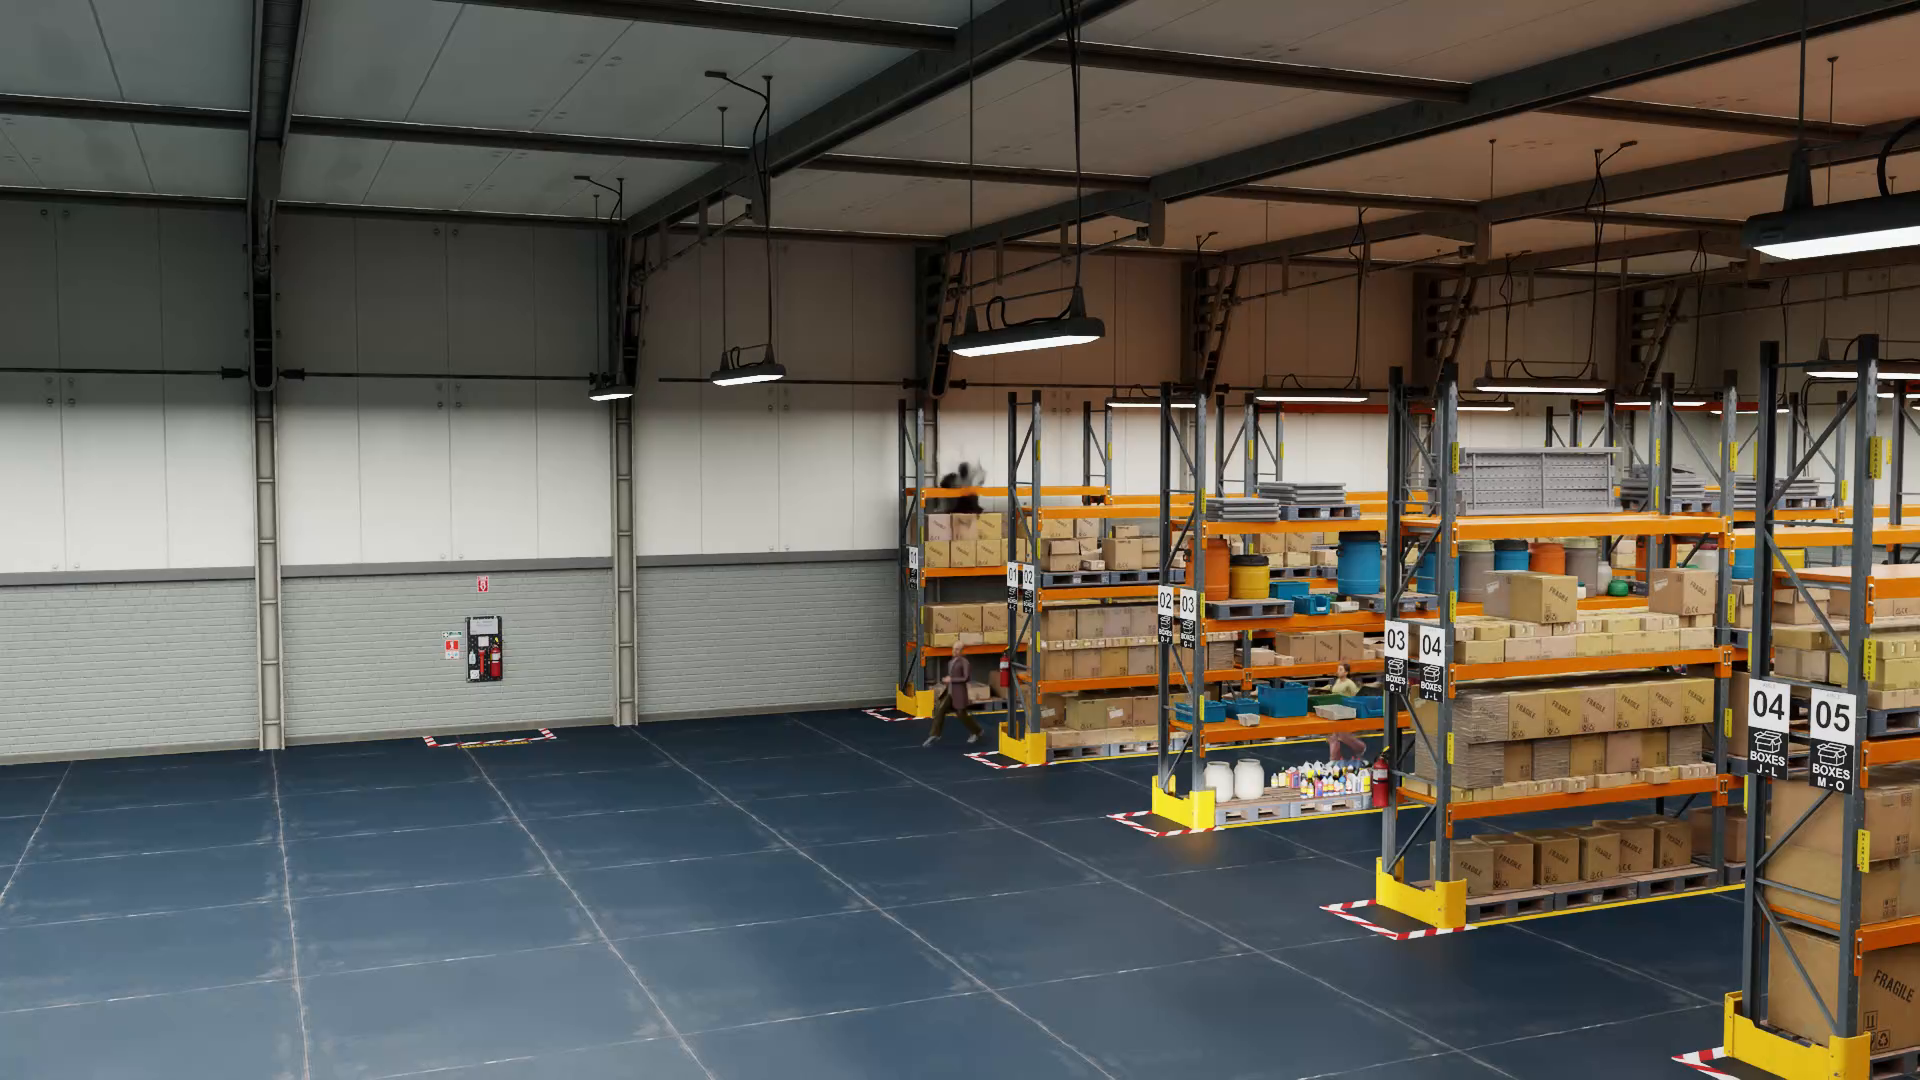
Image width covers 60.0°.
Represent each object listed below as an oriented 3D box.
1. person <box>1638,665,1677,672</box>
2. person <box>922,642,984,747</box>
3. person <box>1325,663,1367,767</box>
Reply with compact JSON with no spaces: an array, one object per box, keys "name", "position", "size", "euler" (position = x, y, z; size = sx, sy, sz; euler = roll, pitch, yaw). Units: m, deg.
[{"name":"person","position":[12.531,2.521,30.021],"size":[0.966,1.769,0.680],"euler":[-2,4,-33]},{"name":"person","position":[-0.055,2.622,28.256],"size":[1.048,1.788,0.711],"euler":[-2,4,-33]},{"name":"person","position":[6.118,2.777,26.504],"size":[0.797,1.654,0.588],"euler":[-2,4,-30]}]
